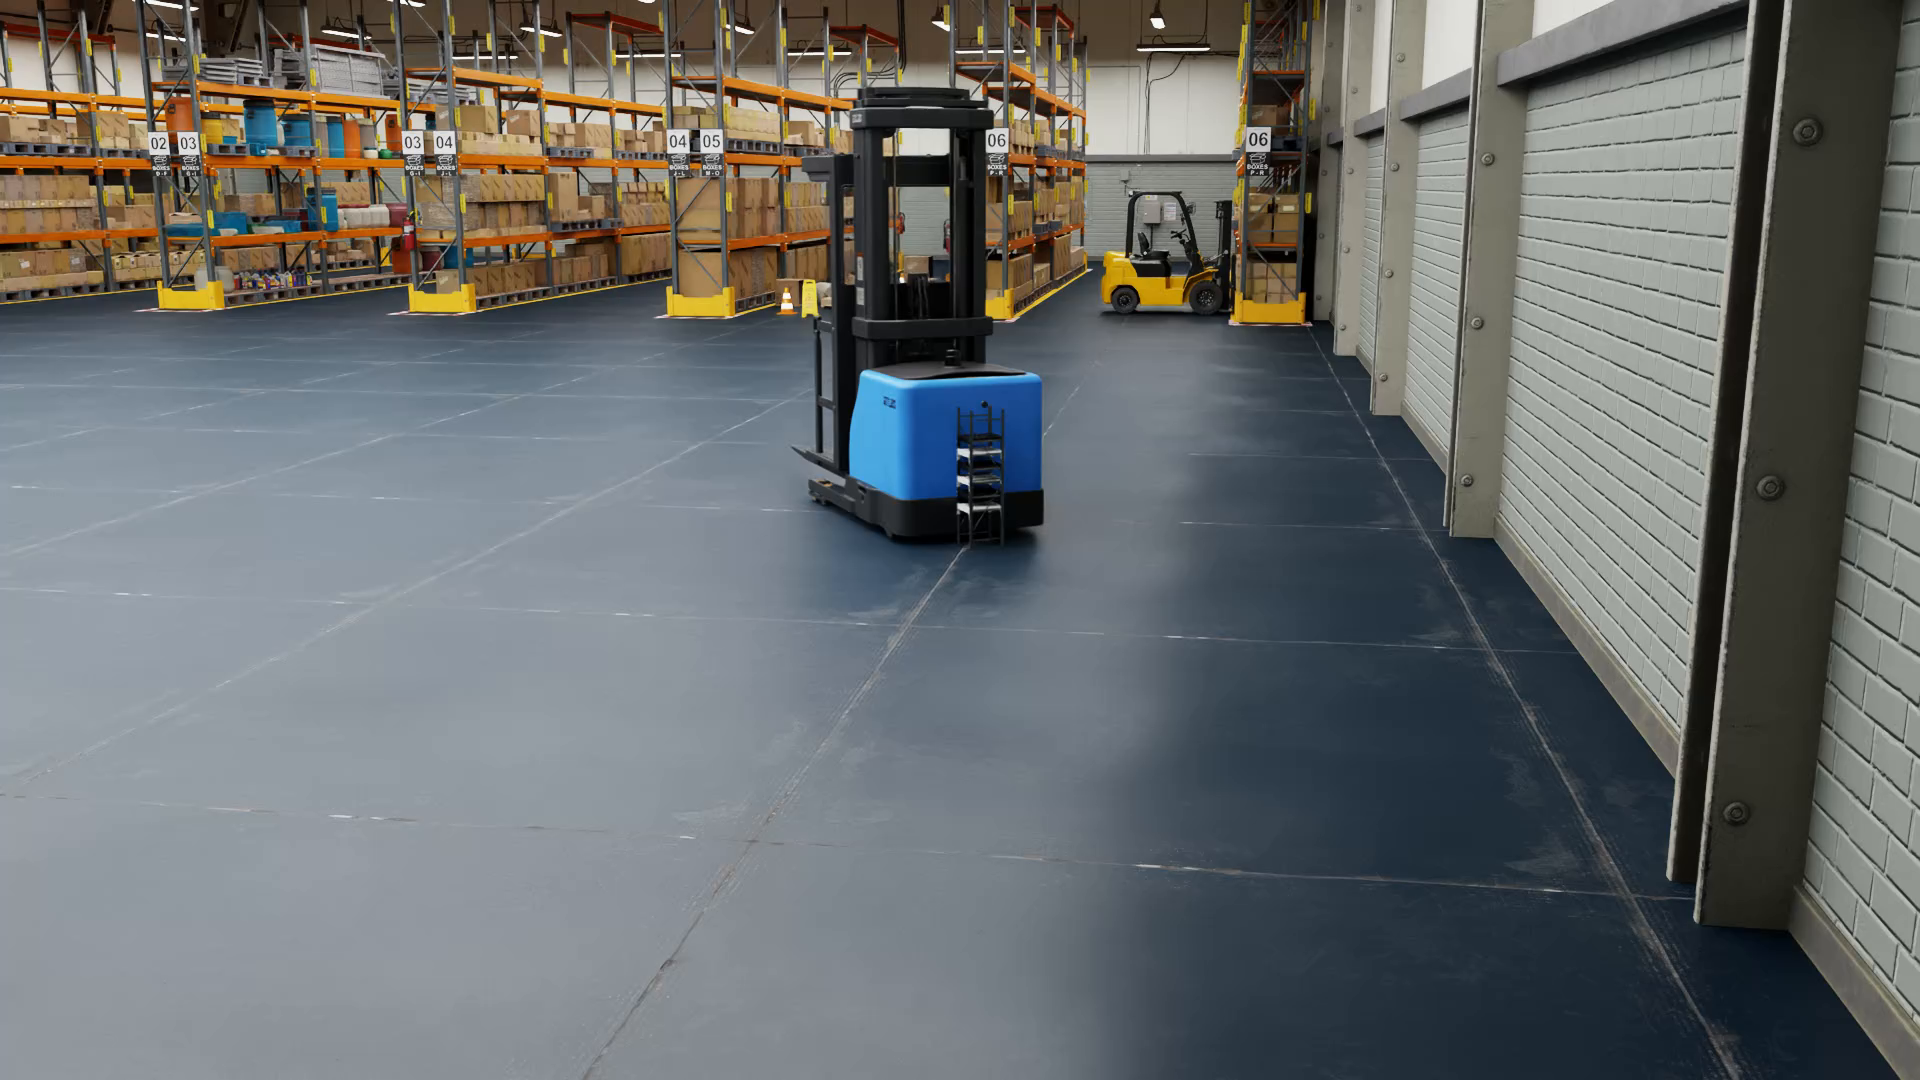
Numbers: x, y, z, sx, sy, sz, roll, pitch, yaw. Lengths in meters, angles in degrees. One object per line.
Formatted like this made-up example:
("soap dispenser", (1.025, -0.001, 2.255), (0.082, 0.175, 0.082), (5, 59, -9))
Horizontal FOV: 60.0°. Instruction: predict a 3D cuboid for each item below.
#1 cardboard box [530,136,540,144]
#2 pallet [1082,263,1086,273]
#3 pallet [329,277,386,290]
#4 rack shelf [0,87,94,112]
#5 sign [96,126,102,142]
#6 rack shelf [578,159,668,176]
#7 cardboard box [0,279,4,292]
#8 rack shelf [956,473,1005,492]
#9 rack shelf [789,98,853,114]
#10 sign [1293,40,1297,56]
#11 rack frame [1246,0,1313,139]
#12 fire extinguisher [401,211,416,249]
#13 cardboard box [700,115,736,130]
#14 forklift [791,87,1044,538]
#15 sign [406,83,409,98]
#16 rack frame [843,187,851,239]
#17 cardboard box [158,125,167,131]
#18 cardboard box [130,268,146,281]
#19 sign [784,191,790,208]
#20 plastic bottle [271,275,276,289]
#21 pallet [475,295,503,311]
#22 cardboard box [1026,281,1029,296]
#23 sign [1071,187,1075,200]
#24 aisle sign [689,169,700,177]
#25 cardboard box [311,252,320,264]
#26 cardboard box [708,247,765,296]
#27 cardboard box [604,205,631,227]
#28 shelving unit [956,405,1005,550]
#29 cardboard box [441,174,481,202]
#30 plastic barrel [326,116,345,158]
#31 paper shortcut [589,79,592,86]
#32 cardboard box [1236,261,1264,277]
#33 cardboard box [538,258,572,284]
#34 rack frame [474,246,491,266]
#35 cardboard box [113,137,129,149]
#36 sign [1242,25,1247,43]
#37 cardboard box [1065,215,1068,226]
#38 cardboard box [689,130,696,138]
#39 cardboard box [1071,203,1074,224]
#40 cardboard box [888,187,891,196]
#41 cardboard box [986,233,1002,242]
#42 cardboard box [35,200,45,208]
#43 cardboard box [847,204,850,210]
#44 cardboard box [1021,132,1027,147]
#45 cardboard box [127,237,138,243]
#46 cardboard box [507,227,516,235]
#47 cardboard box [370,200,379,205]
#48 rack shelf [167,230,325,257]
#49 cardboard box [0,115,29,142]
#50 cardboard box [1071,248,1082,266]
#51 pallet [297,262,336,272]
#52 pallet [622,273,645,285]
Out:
("cardboard box", (-8.617, -7.982, 33.199), (0.380, 0.149, 0.250), (2, 12, 10))
("pallet", (2.739, -7.115, 43.509), (1.003, 0.211, 1.213), (2, 12, 9))
("pallet", (-13.479, -5.687, 36.883), (1.003, 0.211, 1.213), (2, 12, 9))
("rack shelf", (-18.948, -8.762, 32.945), (1.077, 0.370, 4.000), (2, 12, 9))
("sign", (-18.092, -8.533, 34.930), (0.100, 0.325, 0.005), (2, 12, 9))
("rack shelf", (-7.930, -8.834, 39.454), (1.077, 0.370, 4.000), (2, 12, 9))
("cardboard box", (-18.953, -4.925, 32.257), (0.500, 0.250, 0.500), (2, 12, 9))
("rack shelf", (0.133, -0.370, 10.734), (0.258, 0.077, 0.200), (-5, 13, -22))
("rack shelf", (-3.044, -9.923, 38.336), (1.077, 0.370, 4.000), (2, 12, 9))
("sign", (7.009, -10.272, 34.702), (0.100, 0.325, 0.005), (2, 12, 9))
("rack frame", (5.230, -8.090, 27.170), (1.000, 3.000, 0.127), (2, 12, 9))
("fire extinguisher", (-9.941, -5.591, 30.001), (0.296, 0.674, 0.183), (2, 12, 9))
("cardboard box", (-4.255, -7.341, 29.232), (0.500, 0.250, 0.500), (2, 12, 9))
("forklift", (-0.476, -1.713, 11.987), (1.130, 2.935, 3.031), (-5, 13, -22))
("sign", (-12.587, -10.222, 37.833), (0.100, 0.325, 0.005), (2, 12, 9))
("rack frame", (-2.737, -7.954, 40.782), (1.000, 3.000, 0.127), (2, 12, 9))
("cardboard box", (-21.775, -10.981, 45.048), (0.500, 0.500, 0.500), (2, 12, 9))
("cardboard box", (-18.254, -5.836, 36.483), (0.500, 0.250, 0.500), (2, 12, 10))
("sign", (-3.419, -6.733, 32.873), (0.100, 0.325, 0.005), (2, 12, 9))
("plastic bottle", (-13.707, -5.139, 33.152), (0.097, 0.271, 0.097), (0, 12, 0))
("pallet", (-9.296, -4.459, 31.181), (1.003, 0.211, 1.213), (2, 12, 9))
("cardboard box", (1.042, -4.768, 31.526), (0.500, 0.250, 0.500), (2, 12, 7))
("sign", (2.708, -8.327, 39.950), (0.100, 0.325, 0.005), (2, 12, 9))
("aisle sign", (-7.292, -10.264, 45.330), (0.394, 0.787, 0.004), (2, 12, 9))
("cardboard box", (-17.132, -7.439, 43.728), (0.500, 0.311, 0.500), (2, 12, 9))
("cardboard box", (-4.268, -5.139, 31.766), (0.875, 0.875, 0.875), (2, 12, 9))
("cardboard box", (-7.894, -7.445, 38.180), (0.500, 0.500, 0.500), (2, 12, 10))
("shelving unit", (0.133, -0.403, 10.727), (0.258, 0.900, 0.210), (-5, 13, -22))
("cardboard box", (-9.114, -6.427, 30.378), (0.500, 0.500, 0.500), (2, 12, 9))
("plastic barrel", (-13.682, -8.728, 36.061), (0.600, 0.901, 0.708), (2, 12, 9))
("paper shortcut", (-8.553, -10.596, 38.470), (0.009, 0.170, 0.078), (12, -17, 6))
("cardboard box", (5.065, -4.719, 28.928), (0.500, 0.250, 0.500), (2, 12, 10))
("cardboard box", (-8.645, -5.690, 35.163), (0.700, 0.500, 0.500), (2, 12, 8))
("rack frame", (-12.516, -8.296, 42.370), (1.000, 3.000, 0.127), (2, 12, 9))
("cardboard box", (-18.455, -8.633, 36.171), (0.500, 0.250, 0.500), (1, 12, 3))
("sign", (5.307, -9.433, 30.997), (0.100, 0.325, 0.005), (2, 12, 9))
("cardboard box", (2.270, -7.534, 39.189), (0.500, 0.250, 0.500), (2, 12, 8))
("cardboard box", (-4.866, -7.134, 29.219), (0.380, 0.149, 0.250), (2, 12, 9))
("cardboard box", (2.501, -7.953, 40.539), (0.500, 0.500, 0.500), (2, 12, 11))
("cardboard box", (-2.095, -9.153, 43.026), (0.500, 0.500, 0.500), (3, 12, 12))
("cardboard box", (0.581, -5.258, 28.868), (0.380, 0.149, 0.250), (2, 12, 9))
("cardboard box", (-18.705, -6.775, 33.534), (0.380, 0.149, 0.250), (2, 12, 11))
("cardboard box", (-2.802, -7.818, 39.045), (0.380, 0.149, 0.250), (2, 12, 9))
("cardboard box", (0.968, -7.376, 30.631), (0.500, 0.250, 0.500), (2, 12, 8))
("cardboard box", (-22.308, -8.047, 44.607), (0.380, 0.149, 0.250), (2, 12, 8))
("cardboard box", (-8.840, -5.982, 32.226), (0.380, 0.149, 0.250), (2, 12, 9))
("cardboard box", (-16.595, -9.237, 46.498), (0.500, 0.500, 0.500), (2, 12, 10))
("rack shelf", (-14.054, -5.863, 32.787), (1.077, 0.370, 4.000), (2, 12, 9))
("cardboard box", (-18.730, -8.086, 32.705), (0.500, 0.500, 0.500), (2, 12, 9))
("cardboard box", (2.650, -7.269, 42.687), (0.875, 0.438, 0.875), (2, 12, 10))
("pallet", (-17.304, -7.237, 44.076), (1.003, 0.211, 1.213), (2, 12, 9))
("pallet", (-8.042, -6.102, 38.806), (1.003, 0.211, 1.213), (2, 12, 9))
